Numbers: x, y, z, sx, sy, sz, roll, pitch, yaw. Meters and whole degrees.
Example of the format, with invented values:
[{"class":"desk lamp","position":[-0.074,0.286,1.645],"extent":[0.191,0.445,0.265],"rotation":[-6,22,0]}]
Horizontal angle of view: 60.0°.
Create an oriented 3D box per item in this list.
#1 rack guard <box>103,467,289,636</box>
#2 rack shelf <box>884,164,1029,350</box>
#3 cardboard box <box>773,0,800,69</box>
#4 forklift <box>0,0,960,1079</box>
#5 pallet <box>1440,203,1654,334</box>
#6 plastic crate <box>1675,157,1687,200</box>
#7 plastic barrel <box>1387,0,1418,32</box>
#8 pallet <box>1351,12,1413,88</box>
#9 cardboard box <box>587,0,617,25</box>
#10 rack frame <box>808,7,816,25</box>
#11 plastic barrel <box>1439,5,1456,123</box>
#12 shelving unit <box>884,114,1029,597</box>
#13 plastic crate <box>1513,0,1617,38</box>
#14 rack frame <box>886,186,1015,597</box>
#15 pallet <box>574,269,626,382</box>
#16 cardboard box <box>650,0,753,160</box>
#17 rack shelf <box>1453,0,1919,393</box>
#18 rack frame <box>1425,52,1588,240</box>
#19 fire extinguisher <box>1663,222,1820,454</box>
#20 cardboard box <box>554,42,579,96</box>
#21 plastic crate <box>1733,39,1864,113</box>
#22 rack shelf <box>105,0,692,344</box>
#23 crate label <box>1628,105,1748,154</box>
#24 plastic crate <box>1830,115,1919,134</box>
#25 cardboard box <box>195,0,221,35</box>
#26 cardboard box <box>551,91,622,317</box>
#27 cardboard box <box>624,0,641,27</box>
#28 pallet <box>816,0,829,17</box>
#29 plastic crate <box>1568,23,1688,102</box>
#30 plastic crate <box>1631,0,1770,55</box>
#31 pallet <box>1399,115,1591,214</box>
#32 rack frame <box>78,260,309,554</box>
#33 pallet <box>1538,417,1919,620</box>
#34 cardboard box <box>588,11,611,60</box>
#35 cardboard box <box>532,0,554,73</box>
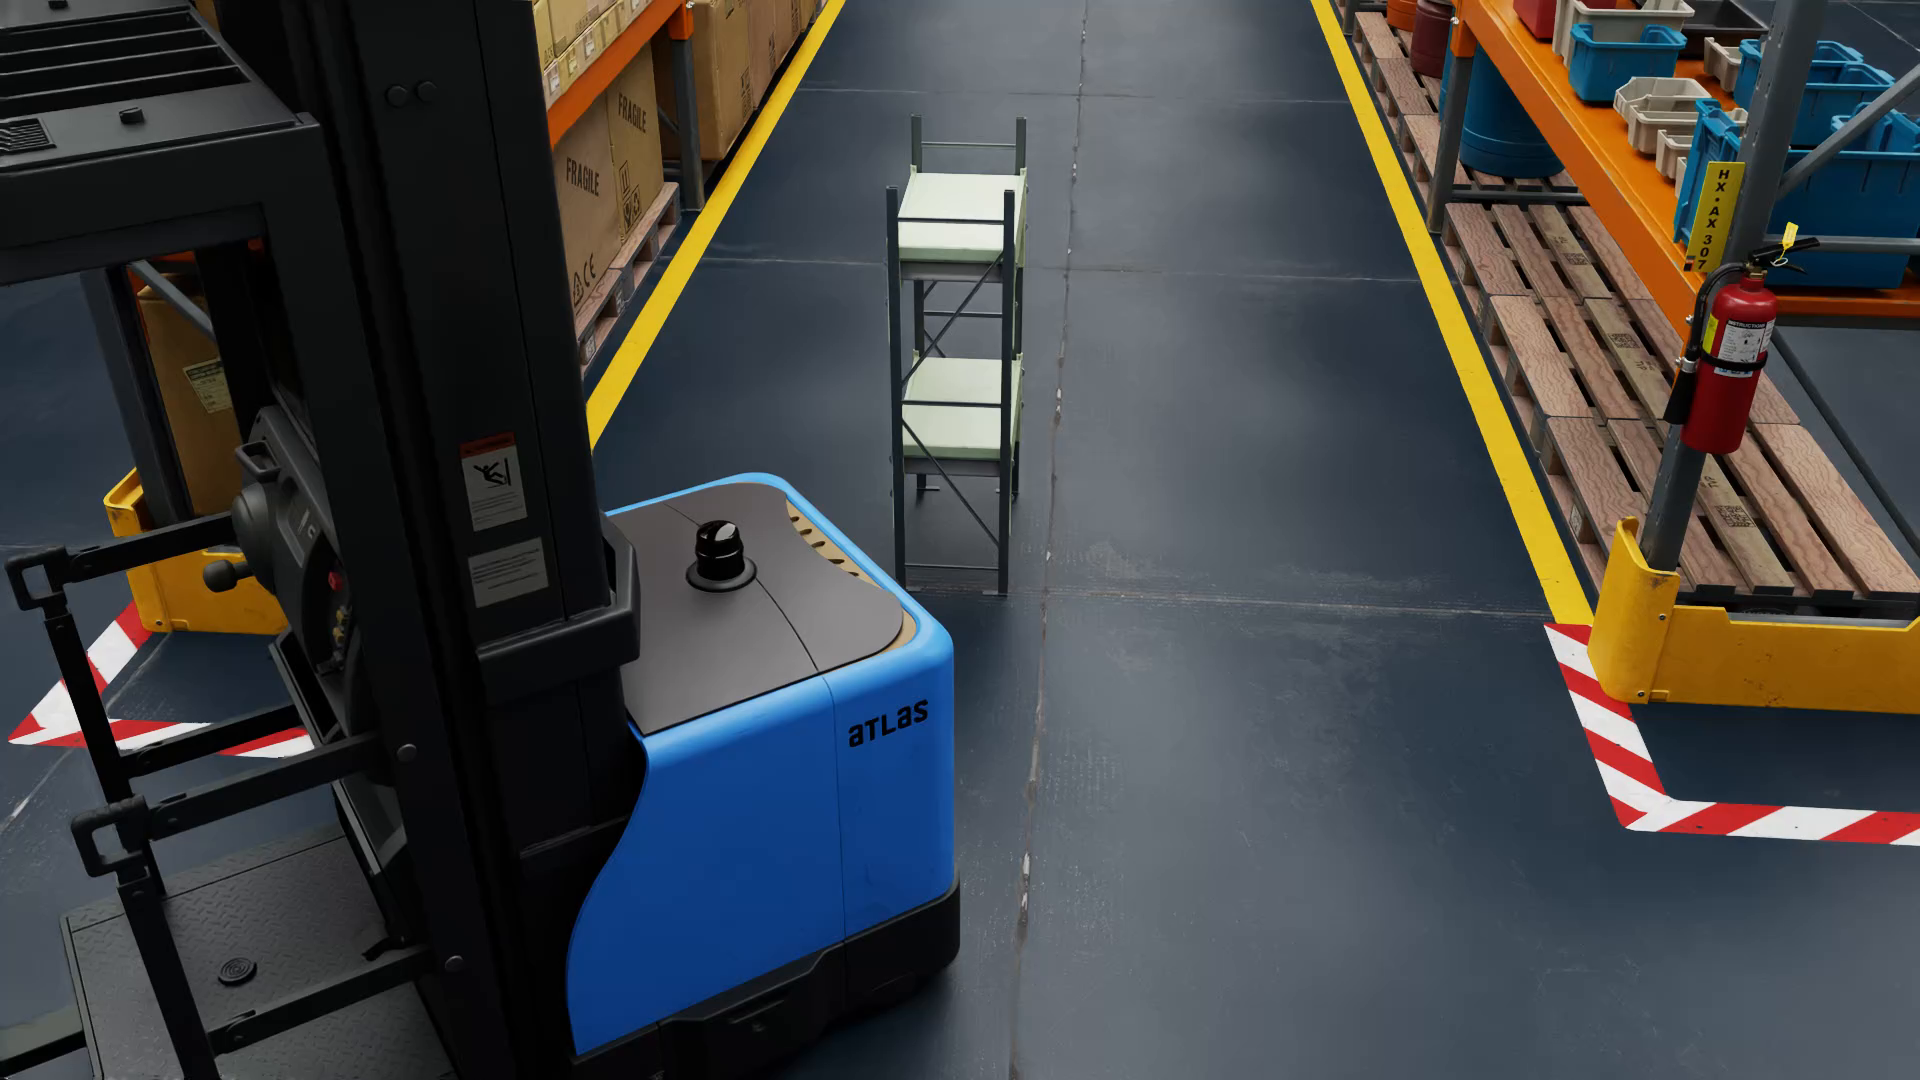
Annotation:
[{"class":"rack guard","position":[-2.251,0.036,5.714],"extent":[1.175,0.500,0.348],"rotation":[2,32,4]},{"class":"rack shelf","position":[0.001,-0.974,5.657],"extent":[0.431,0.370,0.720],"rotation":[2,32,4]},{"class":"cardboard box","position":[-1.755,-3.672,10.974],"extent":[1.225,0.875,0.875],"rotation":[3,32,4]},{"class":"forklift","position":[-1.522,0.084,3.320],"extent":[3.031,2.935,1.130],"rotation":[-18,36,-27]},{"class":"pallet","position":[2.992,-1.347,8.235],"extent":[1.003,0.211,1.213],"rotation":[2,32,4]},{"class":"plastic crate","position":[2.573,-1.176,5.494],"extent":[0.396,0.136,0.243],"rotation":[2,32,4]},{"class":"plastic barrel","position":[3.316,-4.010,11.567],"extent":[0.600,0.830,0.708],"rotation":[2,32,4]},{"class":"pallet","position":[3.316,-3.411,11.583],"extent":[1.003,0.211,1.213],"rotation":[2,32,4]},{"class":"cardboard box","position":[-1.779,-2.415,7.169],"extent":[0.500,0.250,0.500],"rotation":[3,32,5]},{"class":"rack frame","position":[-1.598,-5.224,11.867],"extent":[1.000,3.000,0.127],"rotation":[2,32,4]},{"class":"plastic barrel","position":[3.132,-2.860,9.631],"extent":[0.600,0.901,0.708],"rotation":[2,32,4]},{"class":"shelving unit","position":[0.001,-0.642,5.862],"extent":[0.431,1.500,0.755],"rotation":[2,32,4]},{"class":"plastic crate","position":[2.691,-2.517,7.357],"extent":[0.402,0.464,0.583],"rotation":[2,32,4]},{"class":"rack frame","position":[-0.029,-0.451,5.552],"extent":[0.400,1.500,0.023],"rotation":[2,32,4]},{"class":"pallet","position":[-2.160,-0.911,7.527],"extent":[1.003,0.211,1.213],"rotation":[2,32,4]},{"class":"cardboard box","position":[-1.891,-2.742,9.465],"extent":[1.225,0.875,0.875],"rotation":[3,32,4]},{"class":"rack shelf","position":[2.850,-1.568,6.621],"extent":[1.077,0.370,4.000],"rotation":[2,32,4]},{"class":"rack frame","position":[3.013,-2.920,8.130],"extent":[1.000,3.000,0.127],"rotation":[2,32,4]},{"class":"fire extinguisher","position":[2.222,-0.578,4.757],"extent":[0.296,0.674,0.183],"rotation":[2,32,4]},{"class":"cardboard box","position":[-1.767,-1.909,6.729],"extent":[0.380,0.149,0.250],"rotation":[2,32,3]},{"class":"plastic crate","position":[3.167,-1.744,6.322],"extent":[0.416,0.233,0.300],"rotation":[2,32,4]},{"class":"rack shelf","position":[-2.086,-1.780,6.965],"extent":[1.077,0.370,4.000],"rotation":[2,32,4]},{"class":"crate label","position":[2.610,-1.474,5.977],"extent":[0.396,0.136,0.243],"rotation":[2,32,4]},{"class":"plastic crate","position":[3.089,-1.242,5.509],"extent":[0.416,0.233,0.300],"rotation":[2,32,4]},{"class":"cardboard box","position":[-2.471,-1.688,5.275],"extent":[0.500,0.500,0.500],"rotation":[3,32,5]},{"class":"cardboard box","position":[-2.130,-1.594,7.602],"extent":[0.875,0.875,0.875],"rotation":[2,32,4]},{"class":"cardboard box","position":[-1.684,-2.448,7.603],"extent":[0.380,0.149,0.250],"rotation":[3,32,5]},{"class":"pallet","position":[-1.533,-4.445,13.262],"extent":[1.003,0.211,1.213],"rotation":[2,32,4]},{"class":"plastic crate","position":[2.599,-1.868,6.524],"extent":[0.416,0.233,0.300],"rotation":[2,32,4]},{"class":"plastic crate","position":[3.190,-2.232,7.218],"extent":[0.437,0.125,0.590],"rotation":[2,32,4]},{"class":"pallet","position":[3.118,-2.135,9.513],"extent":[1.003,0.211,1.213],"rotation":[2,32,4]},{"class":"rack frame","position":[-2.249,-1.040,5.079],"extent":[1.000,3.000,0.127],"rotation":[2,32,4]},{"class":"pallet","position":[2.793,-0.071,6.164],"extent":[1.003,0.211,1.213],"rotation":[2,32,4]},{"class":"cardboard box","position":[-1.726,-2.180,7.167],"extent":[0.380,0.149,0.250],"rotation":[2,32,3]},{"class":"cardboard box","position":[-1.861,-1.877,6.297],"extent":[0.500,0.250,0.500],"rotation":[1,32,2]}]
